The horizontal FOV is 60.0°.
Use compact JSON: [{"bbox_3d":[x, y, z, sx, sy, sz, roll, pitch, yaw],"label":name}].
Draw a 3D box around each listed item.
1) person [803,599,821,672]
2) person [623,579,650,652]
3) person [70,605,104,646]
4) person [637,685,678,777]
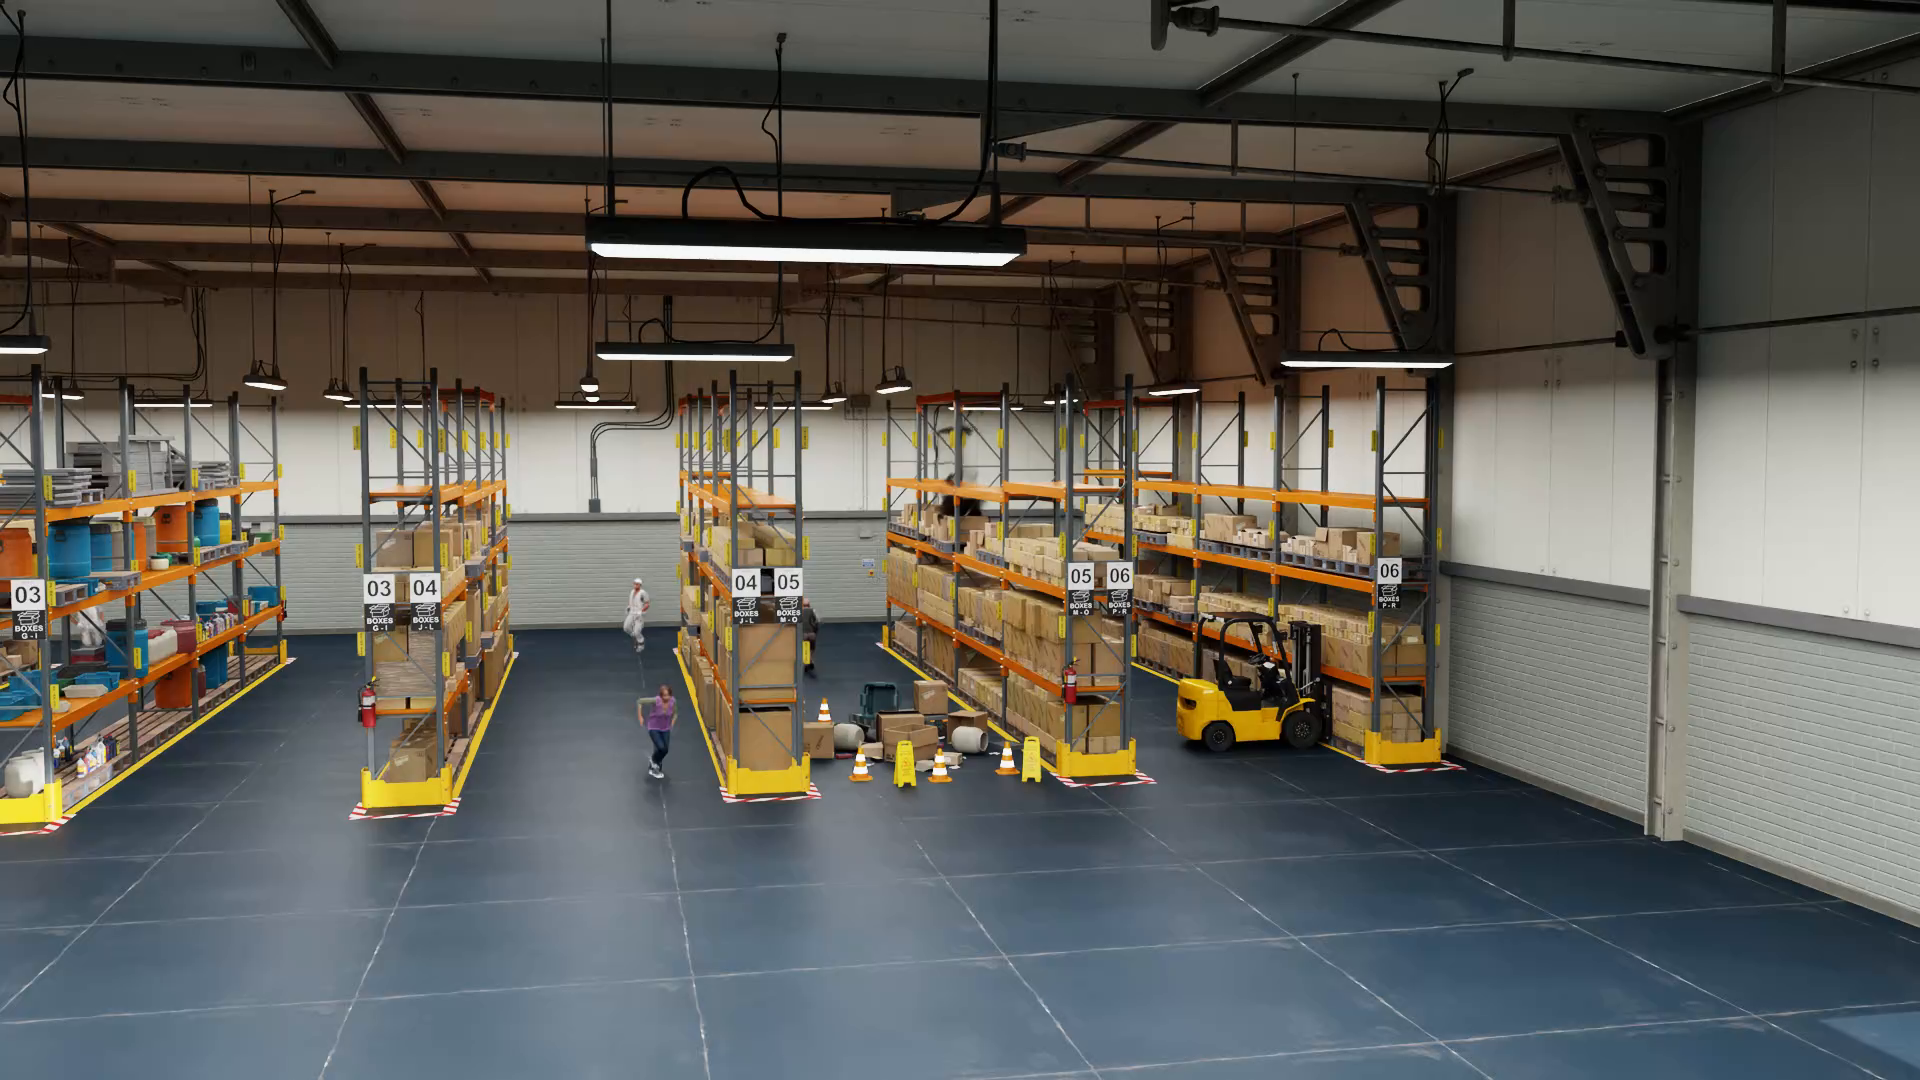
[{"bbox_3d":[-3.320,2.099,35.926,0.670,1.572,0.958,-1,3,-10],"label":"person"},{"bbox_3d":[-7.691,1.785,39.388,0.684,1.745,0.527,2,4,33],"label":"person"},{"bbox_3d":[-19.293,1.959,36.768,0.692,1.720,0.609,-2,4,-34],"label":"person"},{"bbox_3d":[-4.452,2.826,24.484,0.566,1.432,0.830,-2,4,-30],"label":"person"}]
